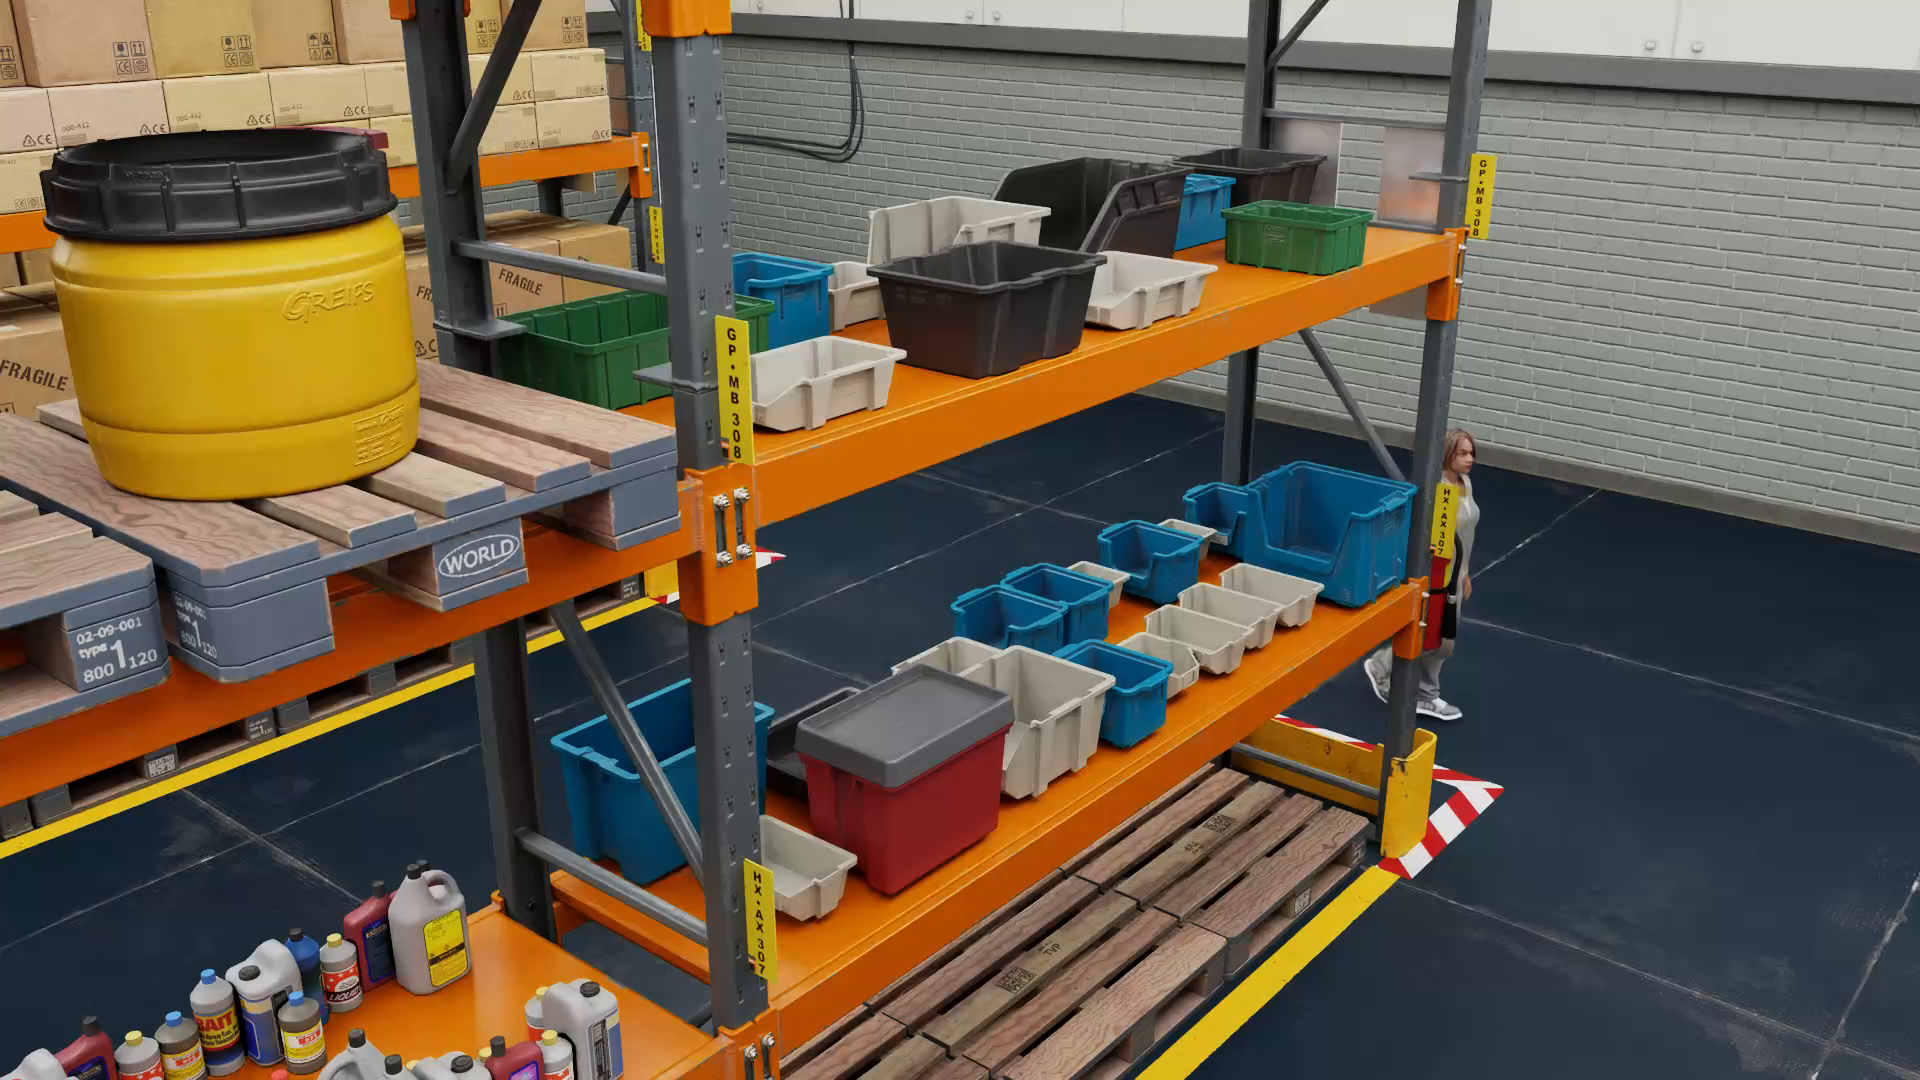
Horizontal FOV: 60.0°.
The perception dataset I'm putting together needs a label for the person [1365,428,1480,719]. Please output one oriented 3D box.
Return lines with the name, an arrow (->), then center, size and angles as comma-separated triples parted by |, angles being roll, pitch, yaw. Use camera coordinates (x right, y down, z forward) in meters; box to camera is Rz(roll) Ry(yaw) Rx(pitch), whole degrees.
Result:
person -> 2.394, 0.185, 8.555 | 0.484, 1.567, 0.419 | 18, 27, 39
